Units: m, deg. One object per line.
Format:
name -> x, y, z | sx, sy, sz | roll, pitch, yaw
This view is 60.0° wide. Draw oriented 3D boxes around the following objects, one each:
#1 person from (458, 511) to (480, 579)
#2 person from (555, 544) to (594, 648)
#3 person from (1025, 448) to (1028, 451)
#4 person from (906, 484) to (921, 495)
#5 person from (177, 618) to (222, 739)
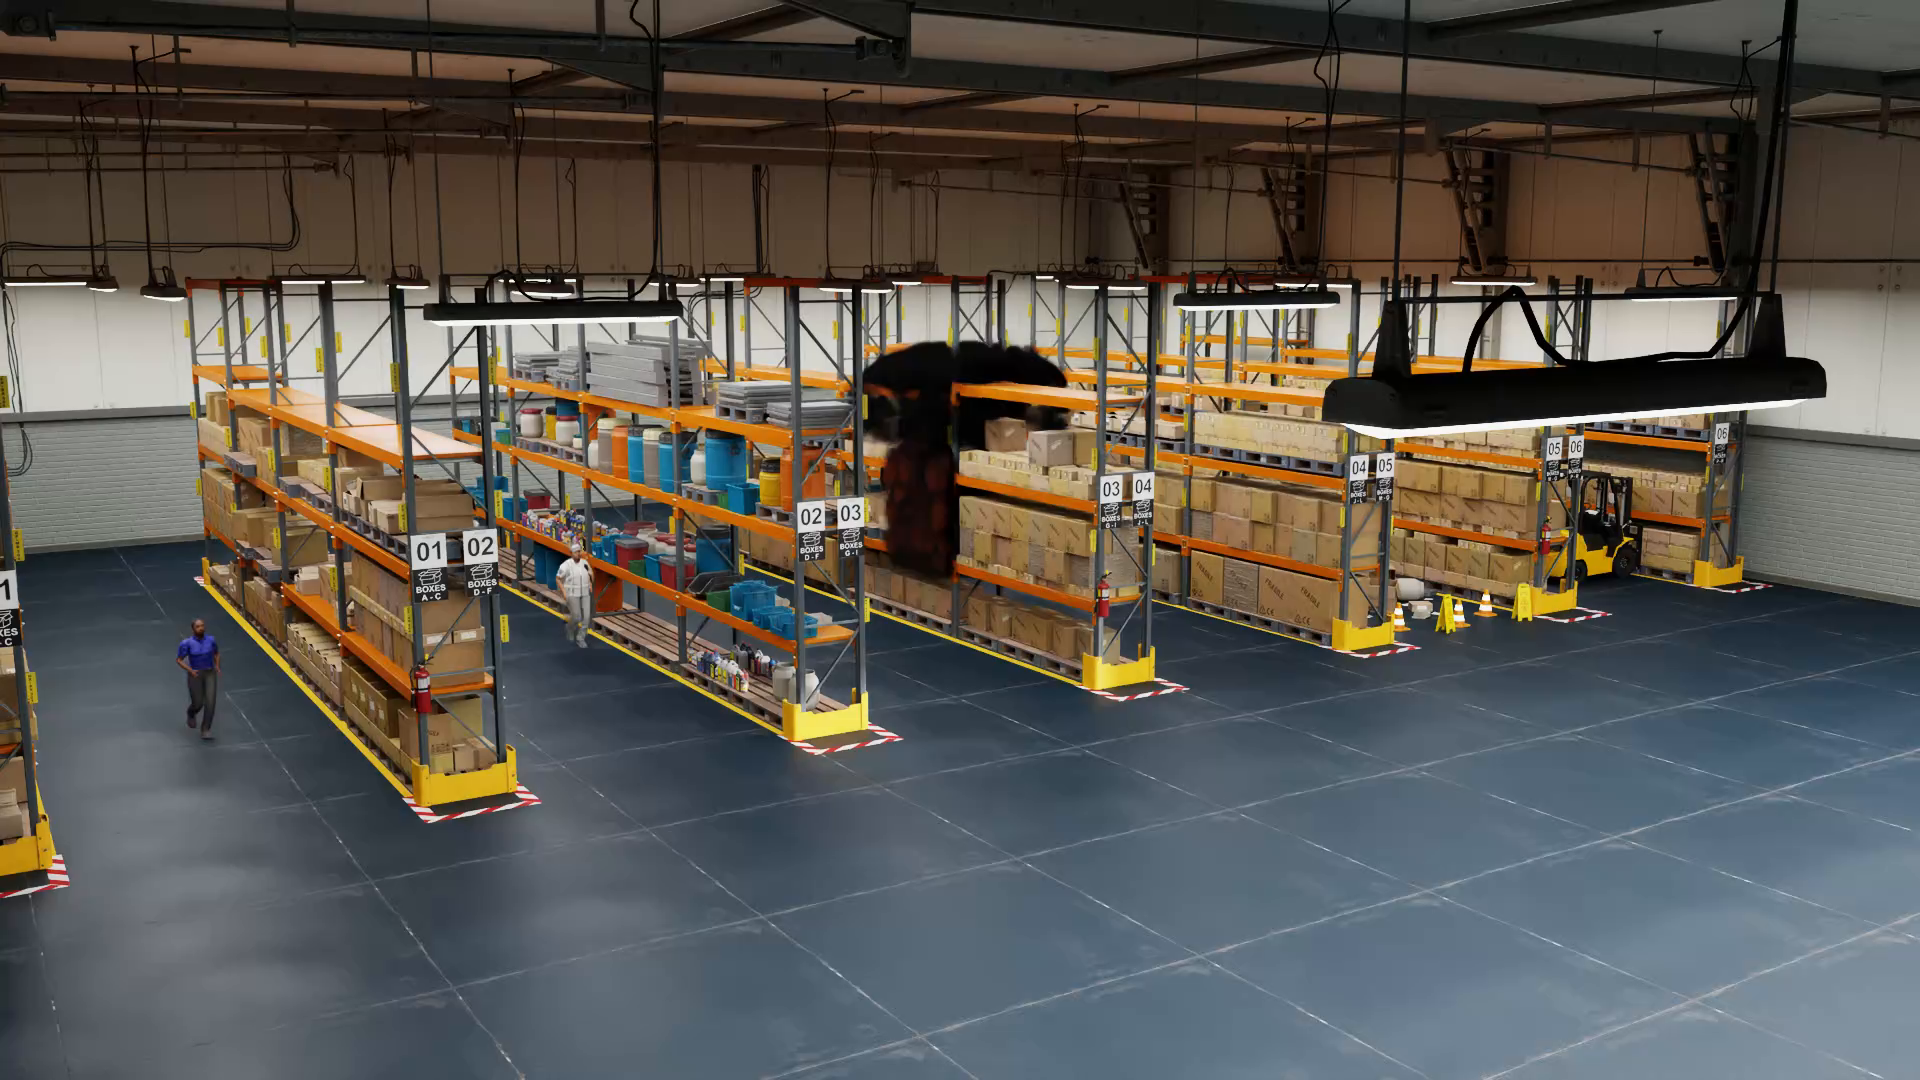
person -> -9.637, 0.175, 32.324 | 0.656, 1.627, 0.980 | -5, 11, -28
person -> -6.029, 0.877, 26.227 | 0.618, 1.640, 0.509 | -7, 12, -35
person -> 1.497, -2.023, 44.801 | 0.918, 1.761, 0.712 | -9, 13, -42
person -> -1.125, -1.807, 43.728 | 0.545, 1.725, 0.718 | 7, 12, 35
person -> -10.164, 1.838, 22.275 | 0.562, 1.598, 0.589 | -9, 13, -42
